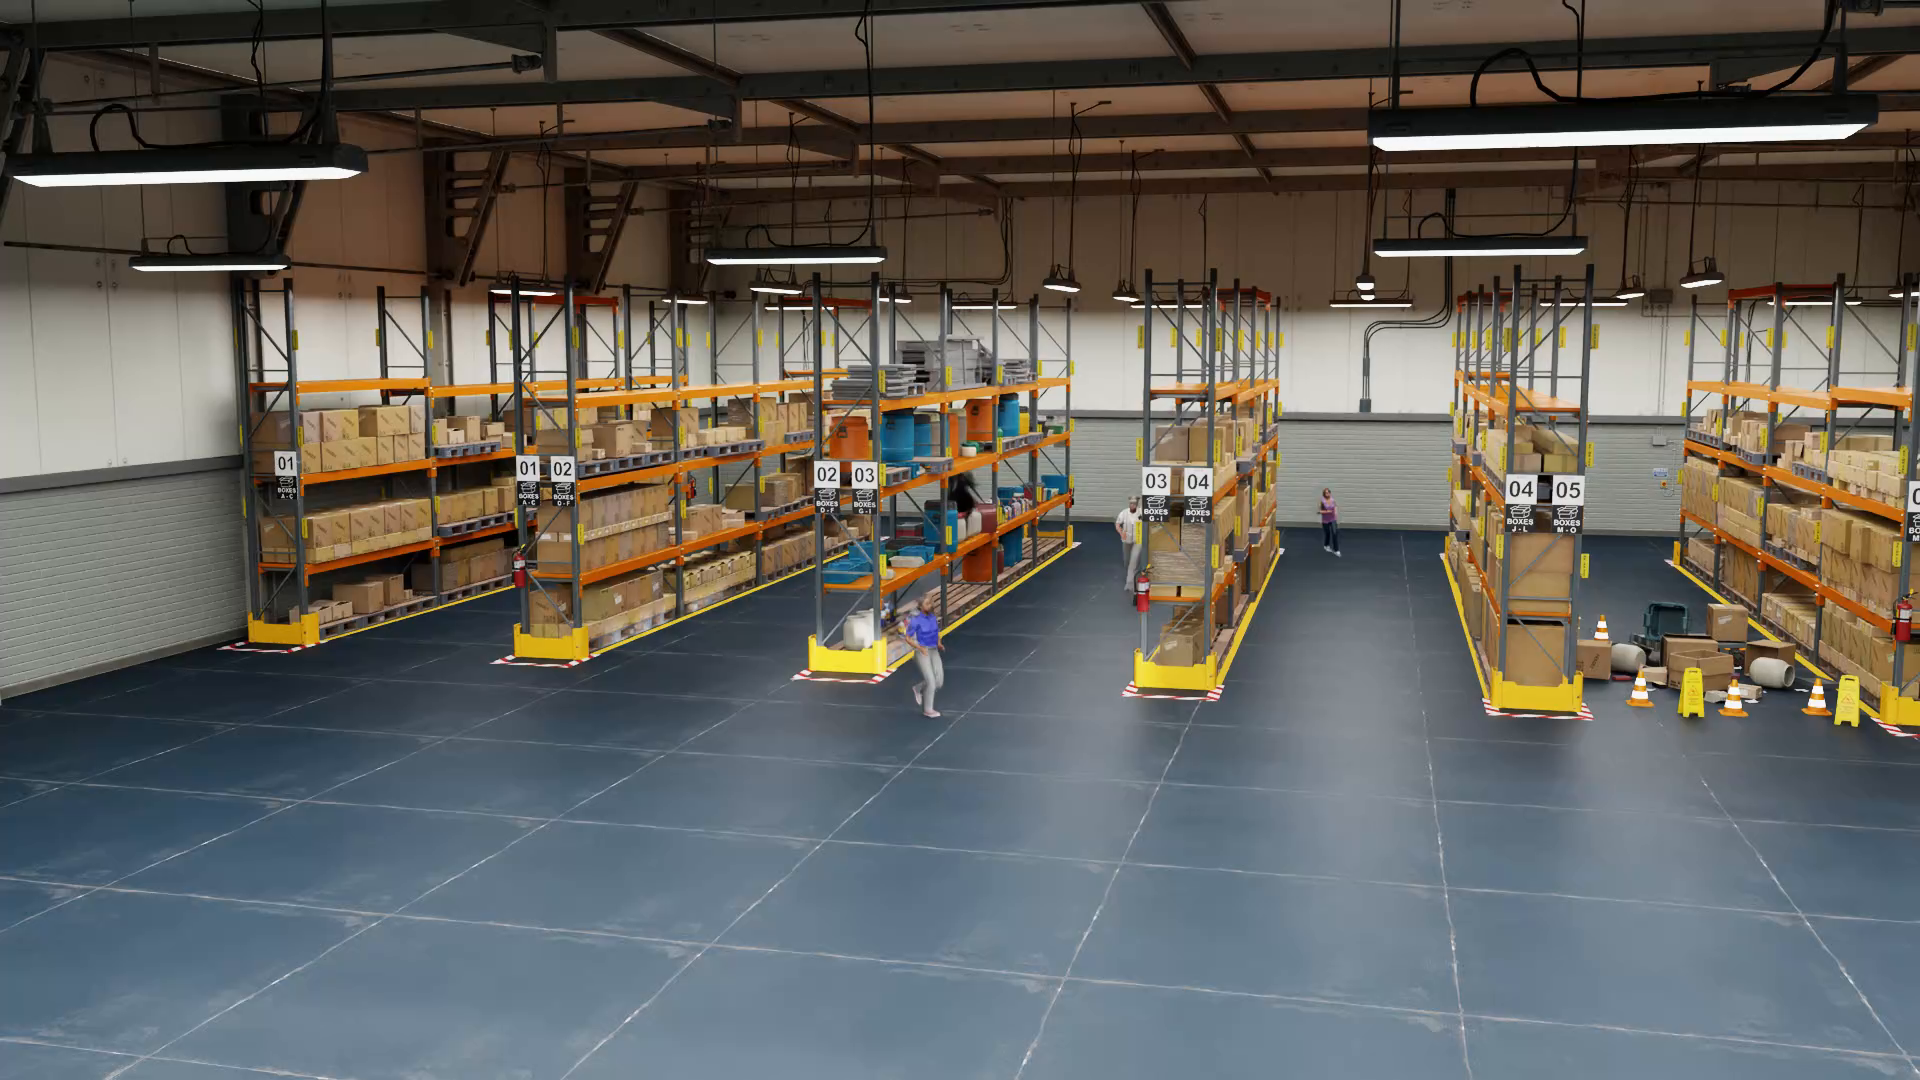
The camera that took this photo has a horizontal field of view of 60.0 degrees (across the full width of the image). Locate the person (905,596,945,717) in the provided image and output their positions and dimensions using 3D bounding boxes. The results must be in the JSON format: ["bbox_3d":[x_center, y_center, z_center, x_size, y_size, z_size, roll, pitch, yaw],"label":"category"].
[{"bbox_3d":[-0.470,1.546,22.241,0.575,1.604,0.558,-6,9,-43],"label":"person"}]

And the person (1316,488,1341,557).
[{"bbox_3d":[8.556,-0.380,38.783,0.561,1.477,0.869,-1,7,-6],"label":"person"}]

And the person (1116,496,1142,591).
[{"bbox_3d":[3.316,0.034,31.902,0.686,1.799,0.881,2,7,13],"label":"person"}]
